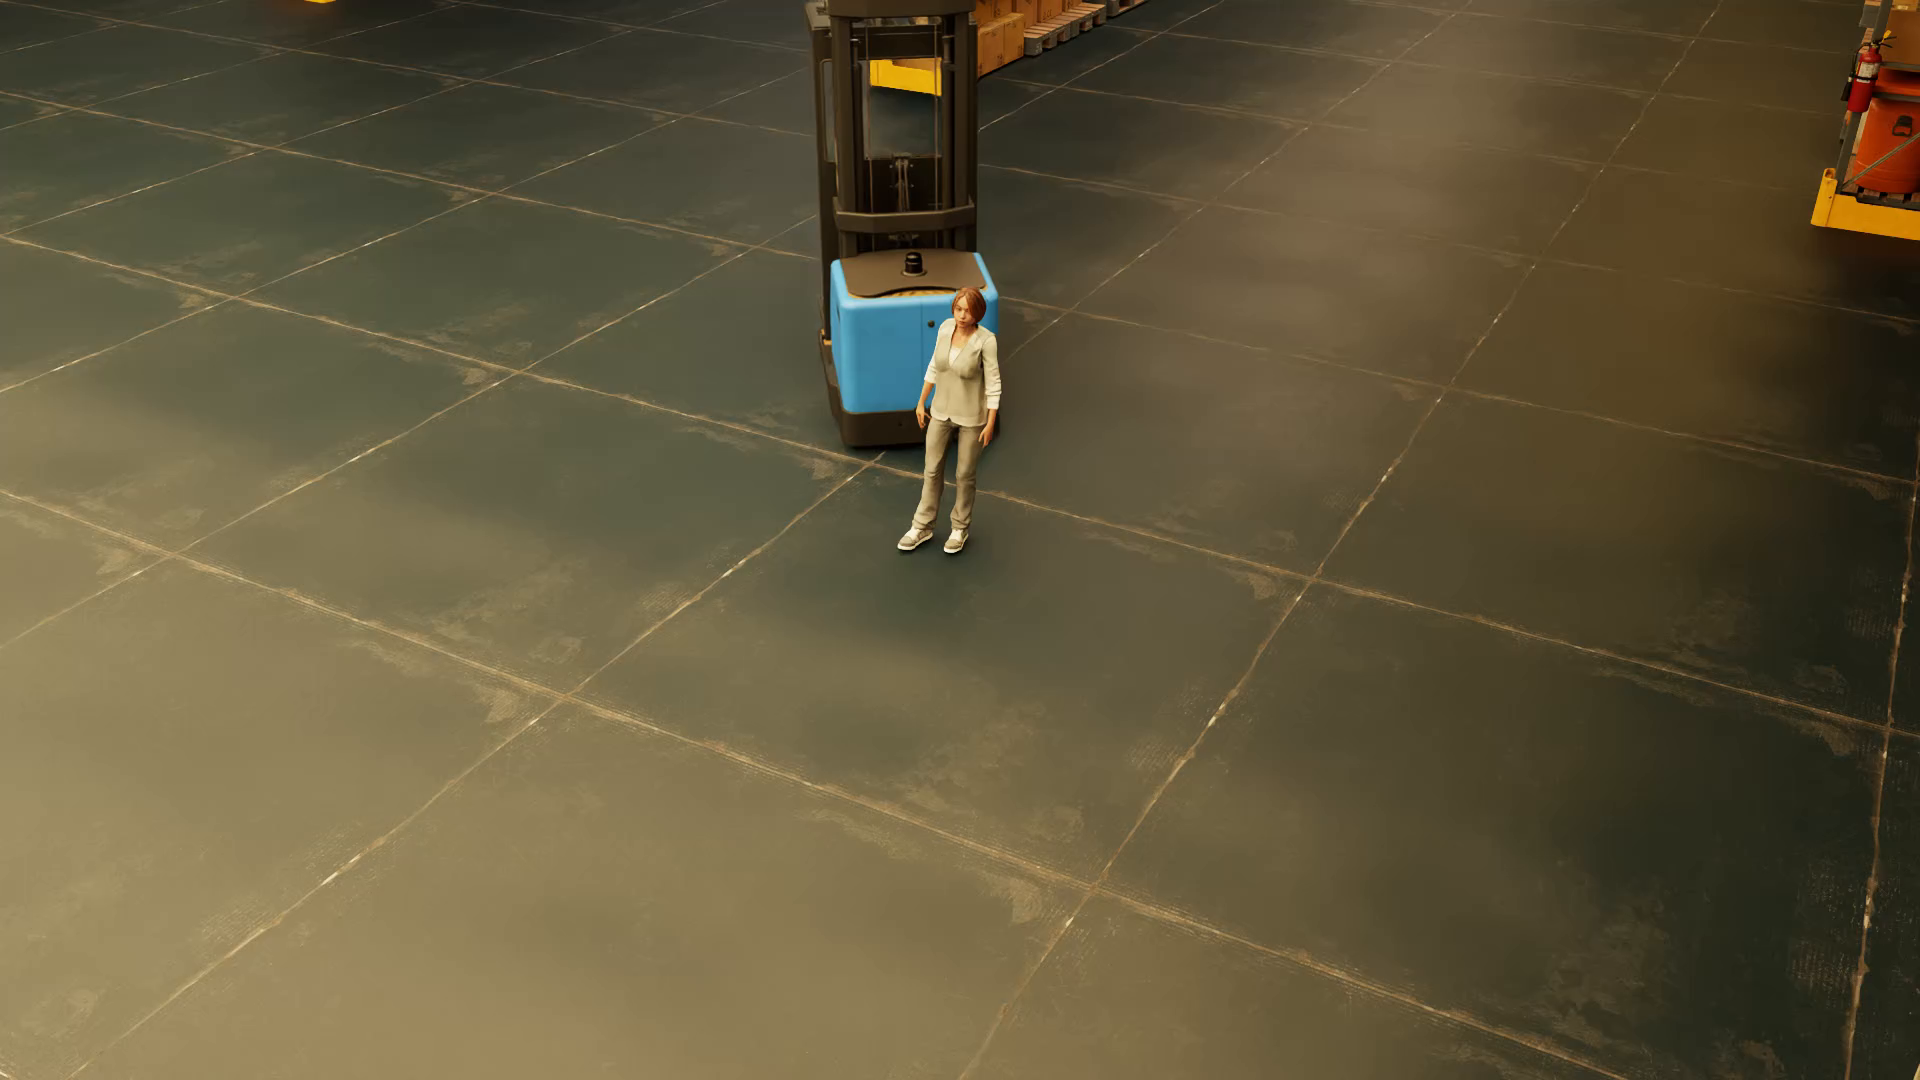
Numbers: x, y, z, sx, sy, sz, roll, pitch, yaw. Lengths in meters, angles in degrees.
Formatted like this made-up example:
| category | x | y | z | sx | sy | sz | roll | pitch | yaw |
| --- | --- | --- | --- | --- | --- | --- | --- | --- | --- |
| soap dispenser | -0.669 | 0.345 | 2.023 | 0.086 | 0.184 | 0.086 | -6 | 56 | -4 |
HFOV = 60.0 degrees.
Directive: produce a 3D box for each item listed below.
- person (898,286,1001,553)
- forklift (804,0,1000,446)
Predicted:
| category | x | y | z | sx | sy | sz | roll | pitch | yaw |
| --- | --- | --- | --- | --- | --- | --- | --- | --- | --- |
| person | -0.049 | -0.669 | 9.549 | 0.520 | 1.599 | 0.473 | 15 | 33 | 25 |
| forklift | -0.463 | -2.601 | 11.577 | 1.130 | 2.935 | 3.031 | -4 | 30 | -7 |
